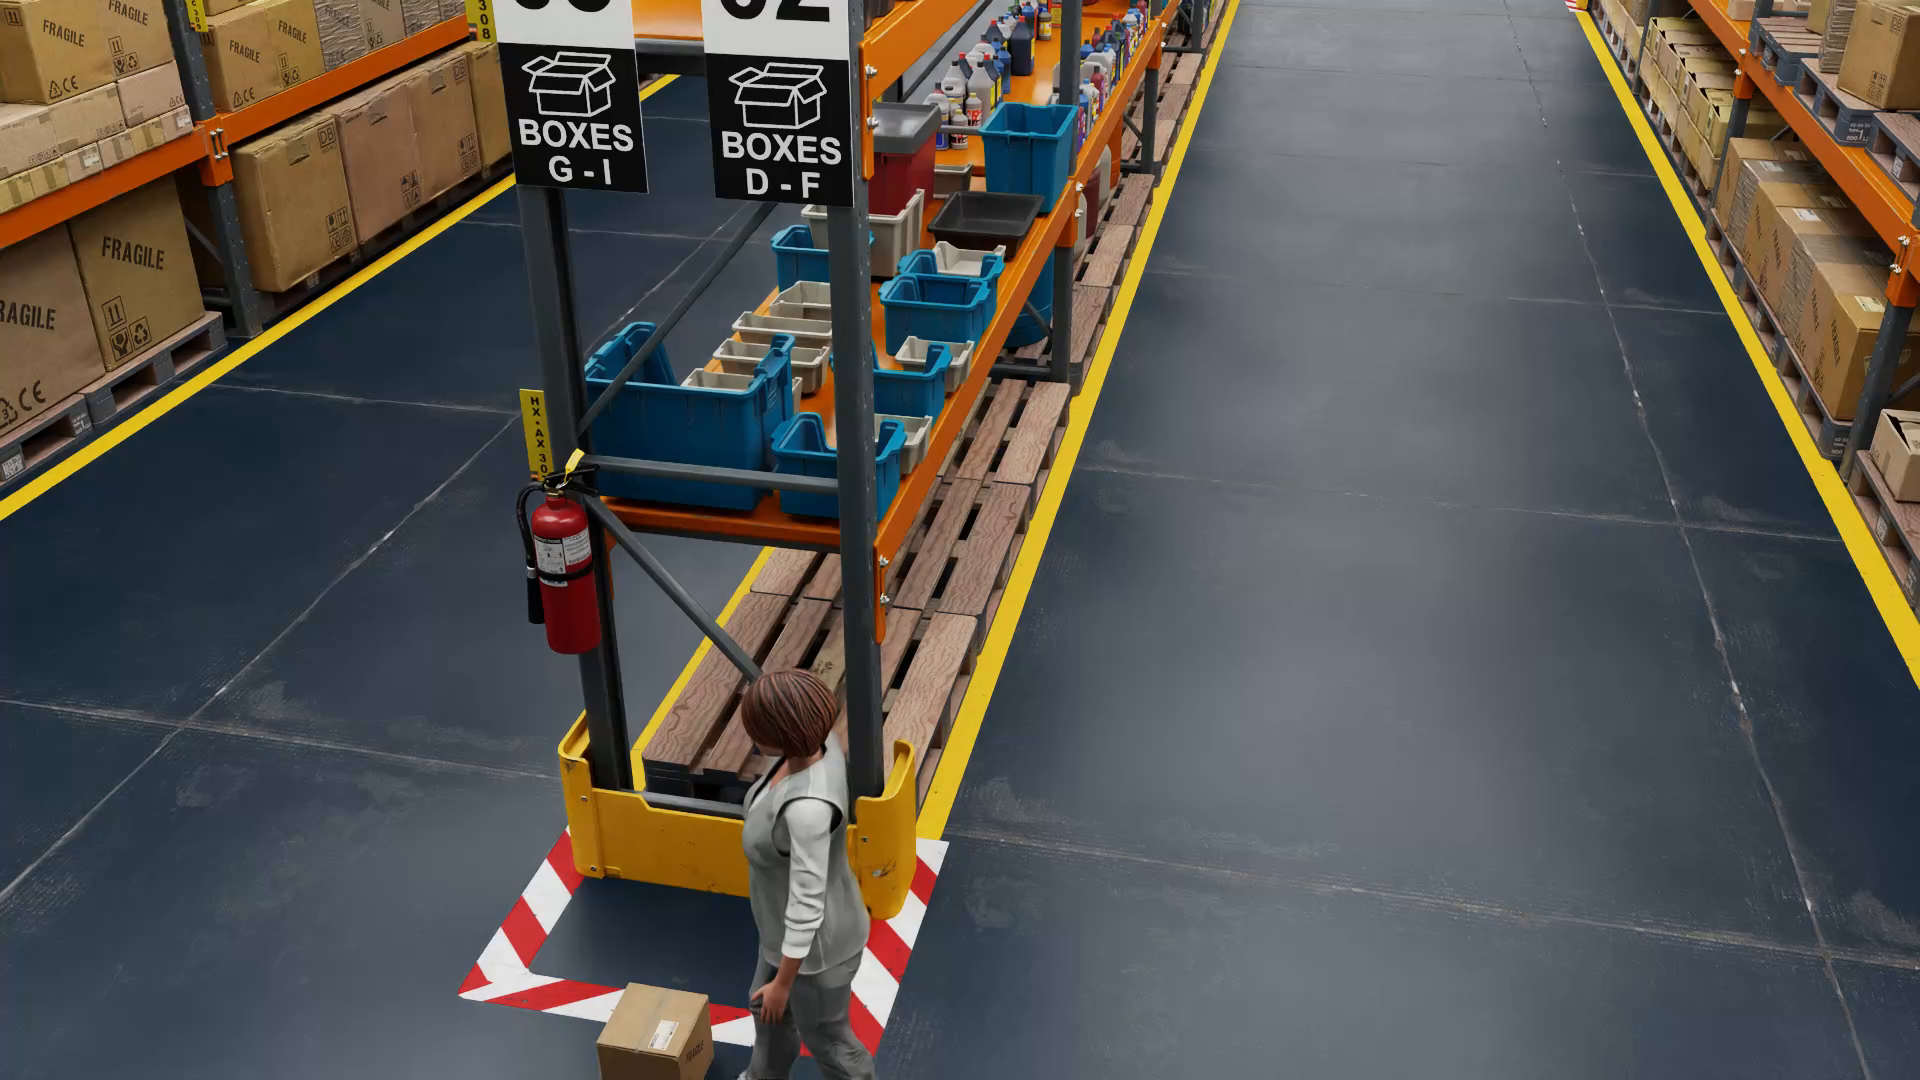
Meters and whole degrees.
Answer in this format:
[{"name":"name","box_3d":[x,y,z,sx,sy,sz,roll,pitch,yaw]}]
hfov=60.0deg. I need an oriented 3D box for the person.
[{"name":"person","box_3d":[-0.484,1.033,4.304,0.577,1.595,0.457,-4,29,-7]}]
